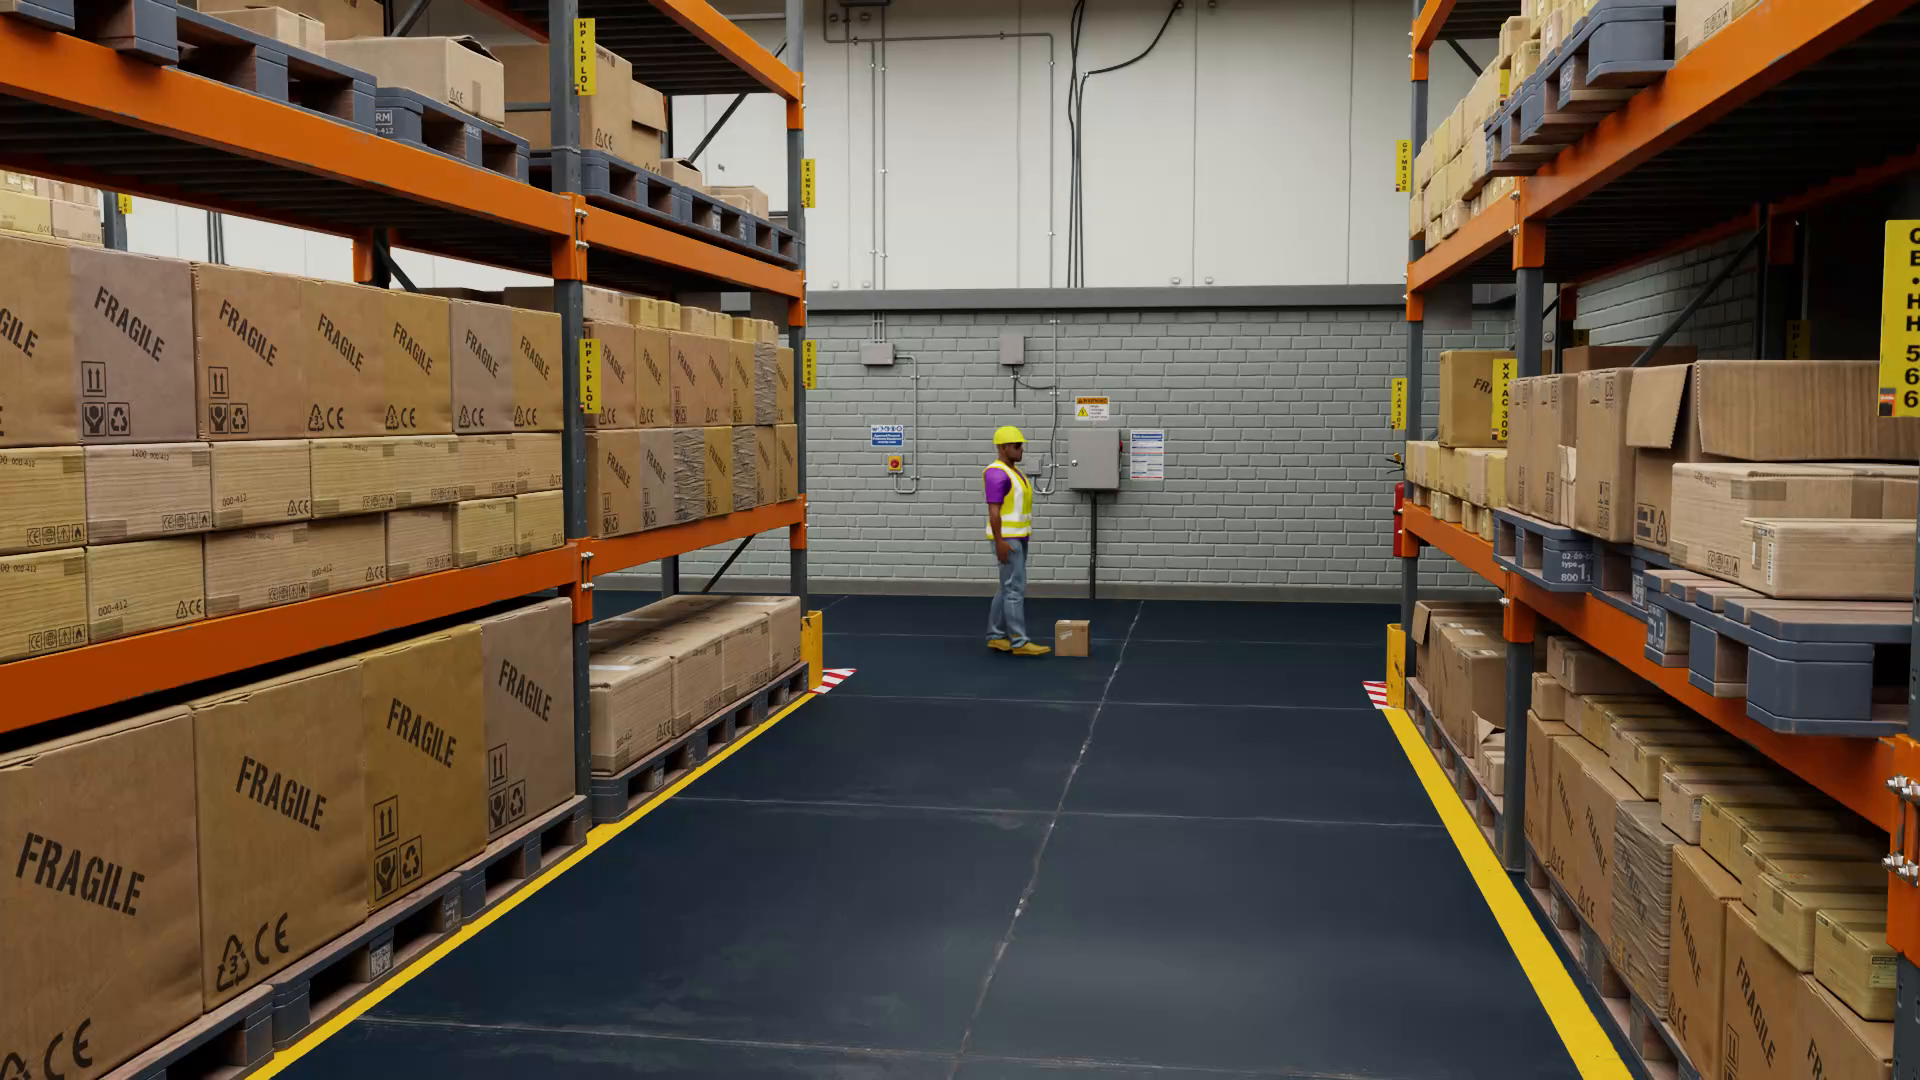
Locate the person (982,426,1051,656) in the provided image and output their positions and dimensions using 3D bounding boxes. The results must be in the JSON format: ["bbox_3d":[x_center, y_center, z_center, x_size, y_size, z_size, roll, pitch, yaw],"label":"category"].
[{"bbox_3d":[0.450,0.001,12.917,0.602,1.767,0.581,2,5,19],"label":"person"}]
